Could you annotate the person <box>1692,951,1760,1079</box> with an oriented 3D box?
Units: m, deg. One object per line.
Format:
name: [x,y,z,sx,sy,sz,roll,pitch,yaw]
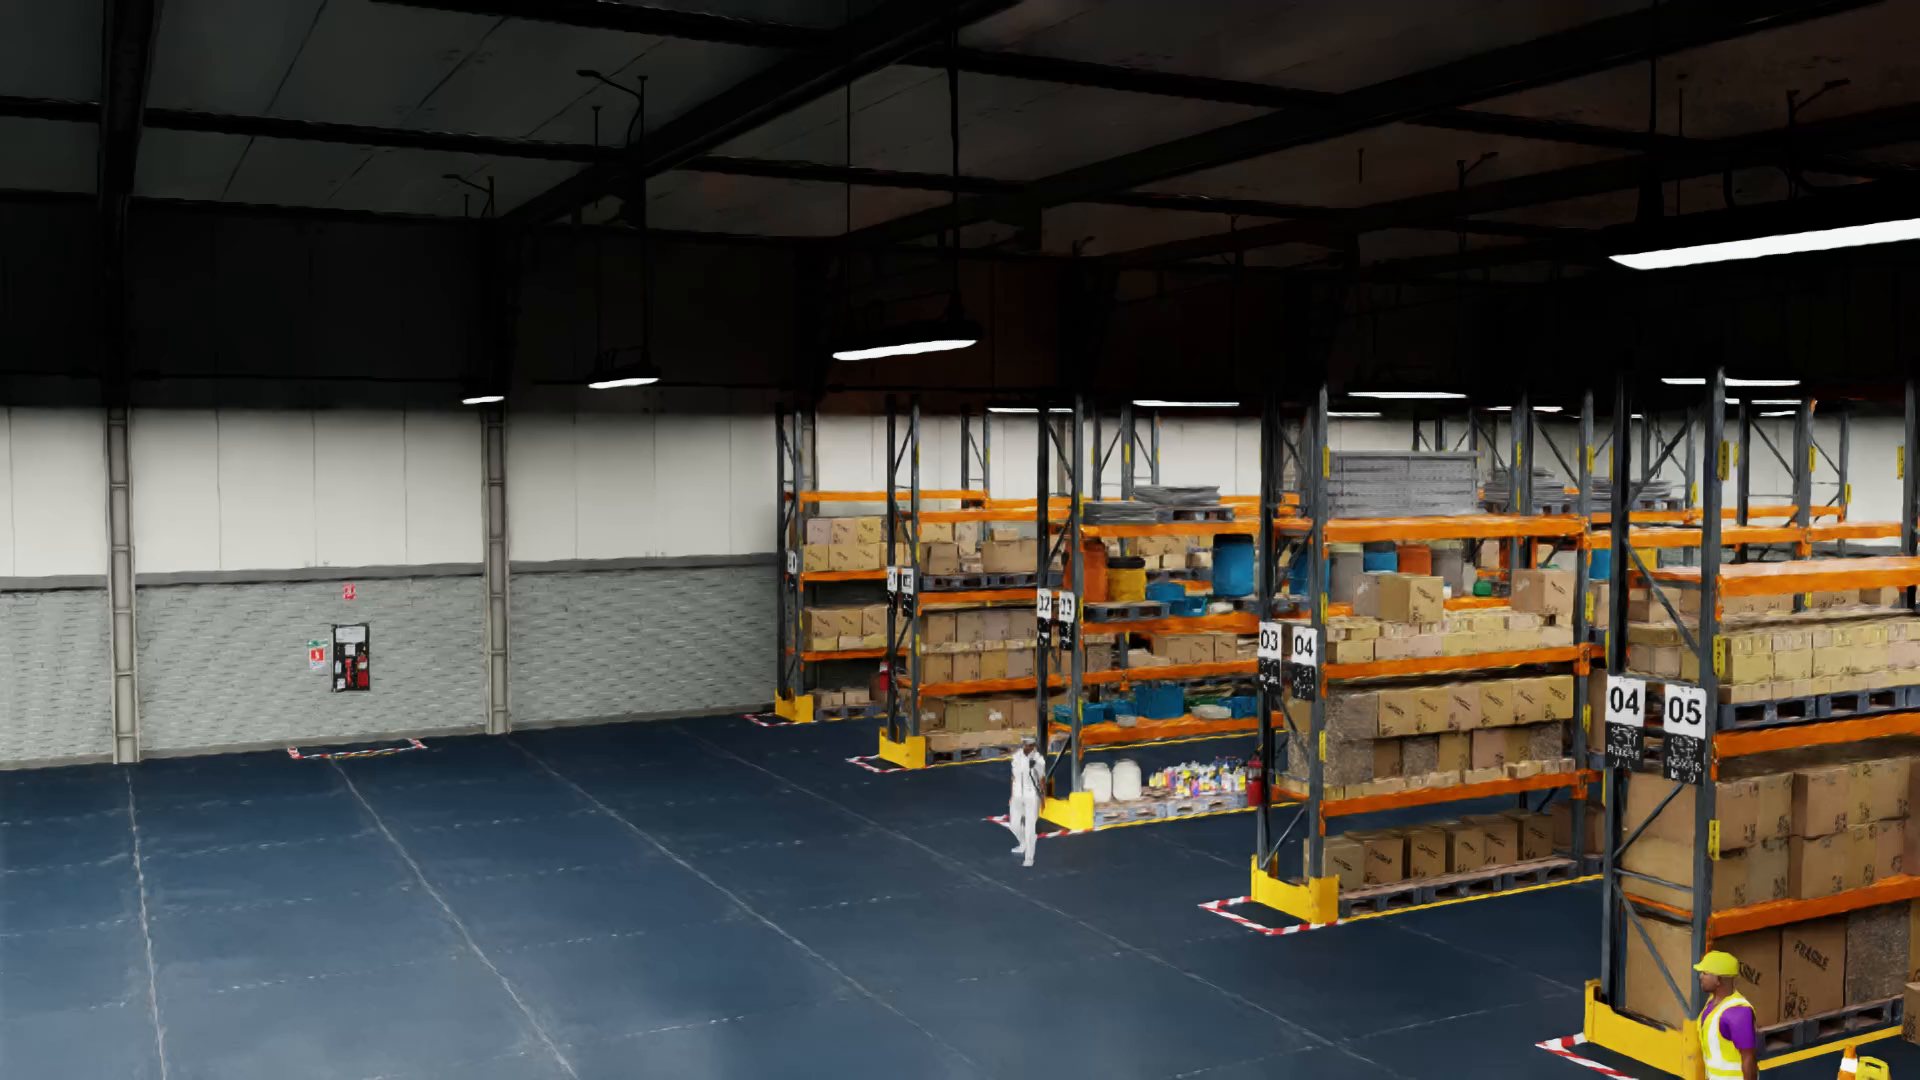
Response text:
person: [5.232,3.655,11.182,0.572,1.759,0.611,1,3,9]

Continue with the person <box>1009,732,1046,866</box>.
person: [0.844,3.170,20.624,0.522,1.663,0.540,2,4,27]
